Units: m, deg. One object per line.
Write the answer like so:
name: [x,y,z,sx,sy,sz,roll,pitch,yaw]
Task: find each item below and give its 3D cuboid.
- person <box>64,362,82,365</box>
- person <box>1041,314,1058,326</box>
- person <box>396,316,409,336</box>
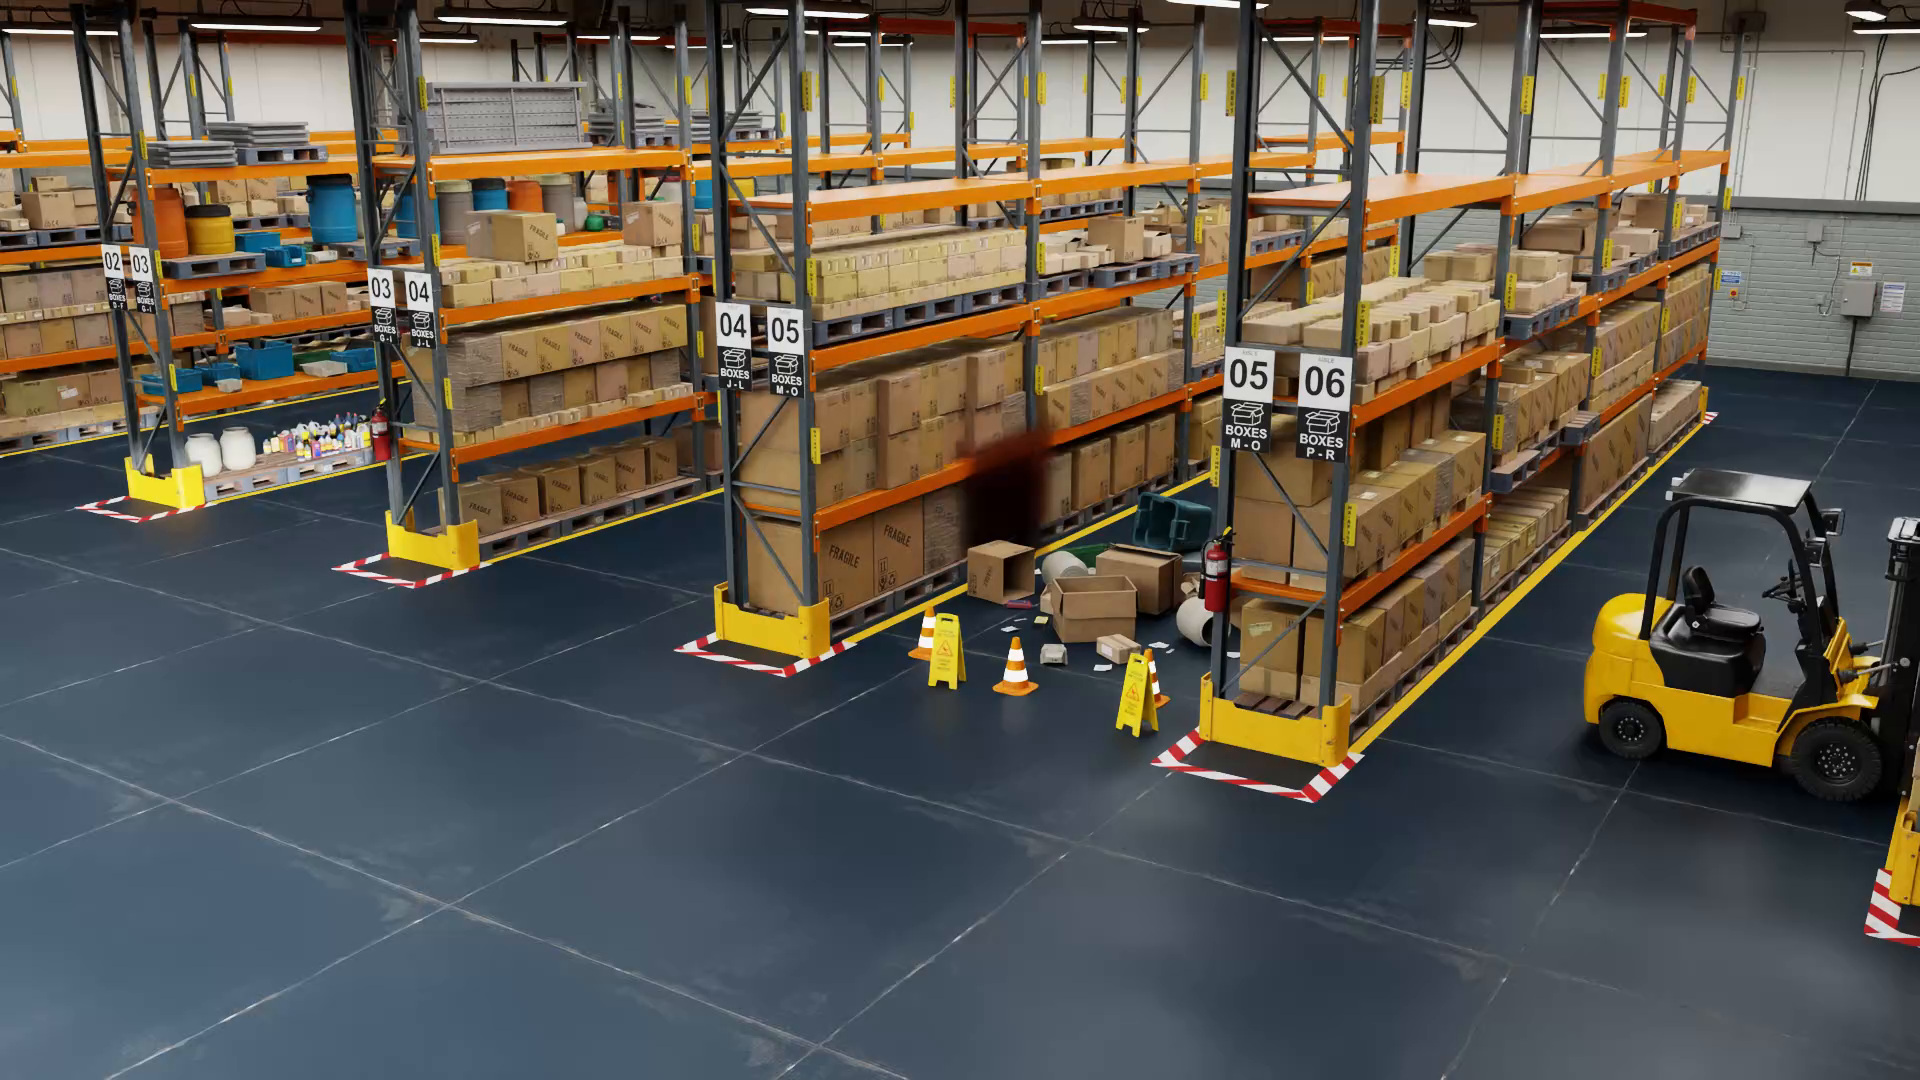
person: [-14.907,-3.265,27.732,0.629,1.734,0.700,11,19,33]
person: [1.305,-2.673,25.562,0.509,1.768,0.608,-8,18,-27]
person: [-10.878,-4.593,32.640,0.489,1.623,0.852,9,18,29]
